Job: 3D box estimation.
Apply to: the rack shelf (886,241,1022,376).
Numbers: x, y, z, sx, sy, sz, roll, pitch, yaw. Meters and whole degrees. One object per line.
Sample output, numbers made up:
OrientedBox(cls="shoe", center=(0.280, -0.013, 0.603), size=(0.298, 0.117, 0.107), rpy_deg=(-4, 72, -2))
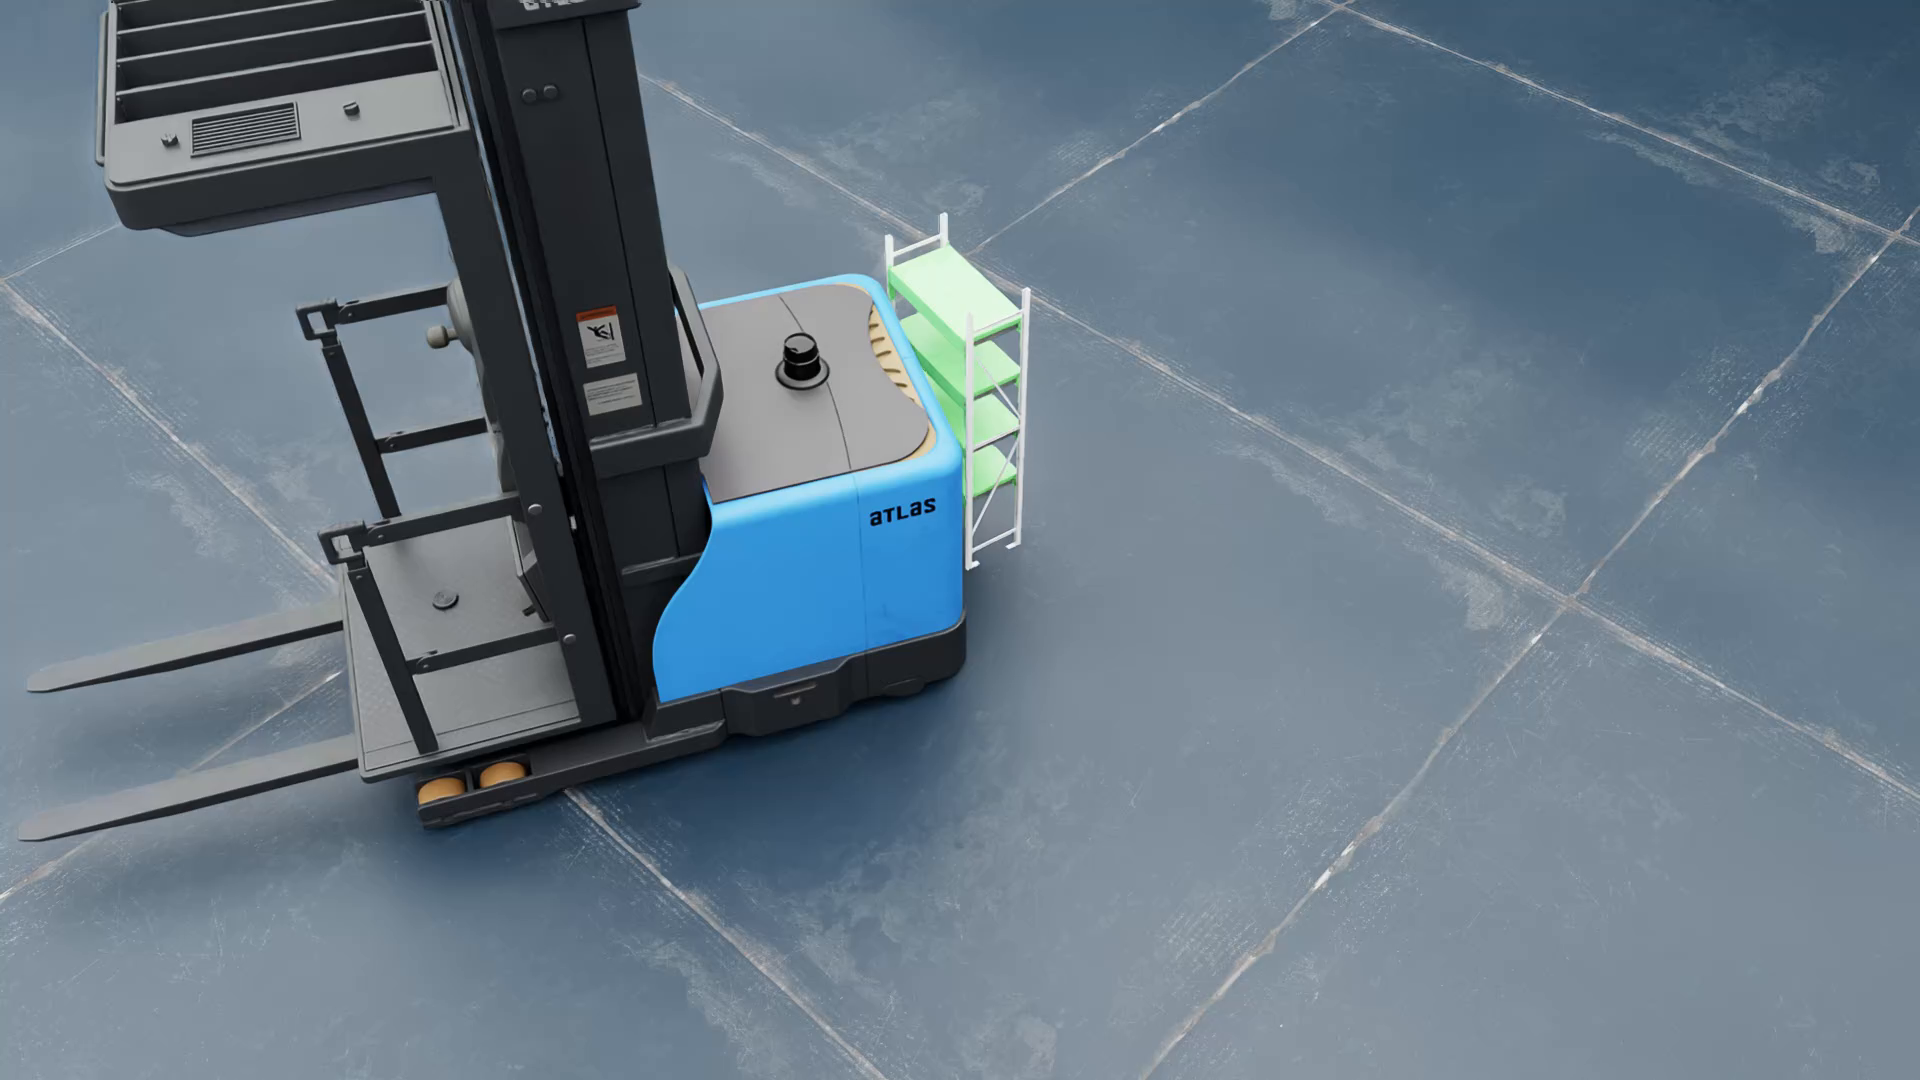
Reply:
OrientedBox(cls="rack shelf", center=(-0.012, -0.785, 5.593), size=(0.258, 0.148, 0.480), rpy_deg=(-26, 52, -22))

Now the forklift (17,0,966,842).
OrientedBox(cls="forklift", center=(-1.553, -0.515, 4.723), size=(3.031, 2.935, 1.130), rpy_deg=(-14, 48, -13))

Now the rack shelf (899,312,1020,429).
OrientedBox(cls="rack shelf", center=(-0.012, -0.621, 5.768), size=(0.258, 0.148, 0.480), rpy_deg=(-26, 52, -22))

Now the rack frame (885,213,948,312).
OrientedBox(cls="rack frame", center=(-0.146, -0.649, 6.036), size=(0.240, 1.200, 0.015), rpy_deg=(-26, 52, -22))

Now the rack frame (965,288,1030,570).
OrientedBox(cls="rack frame", center=(0.123, -0.352, 5.757), size=(0.240, 1.200, 0.015), rpy_deg=(-26, 52, -22))

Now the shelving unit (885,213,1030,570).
OrientedBox(cls="shelving unit", center=(-0.012, -0.500, 5.897), size=(0.258, 1.200, 0.503), rpy_deg=(-26, 52, -22))

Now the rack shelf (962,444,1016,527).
OrientedBox(cls="rack shelf", center=(-0.012, -0.292, 6.118), size=(0.258, 0.148, 0.480), rpy_deg=(-26, 52, -22))

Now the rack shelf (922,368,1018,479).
OrientedBox(cls="rack shelf", center=(-0.012, -0.457, 5.943), size=(0.258, 0.148, 0.480), rpy_deg=(-26, 52, -22))
